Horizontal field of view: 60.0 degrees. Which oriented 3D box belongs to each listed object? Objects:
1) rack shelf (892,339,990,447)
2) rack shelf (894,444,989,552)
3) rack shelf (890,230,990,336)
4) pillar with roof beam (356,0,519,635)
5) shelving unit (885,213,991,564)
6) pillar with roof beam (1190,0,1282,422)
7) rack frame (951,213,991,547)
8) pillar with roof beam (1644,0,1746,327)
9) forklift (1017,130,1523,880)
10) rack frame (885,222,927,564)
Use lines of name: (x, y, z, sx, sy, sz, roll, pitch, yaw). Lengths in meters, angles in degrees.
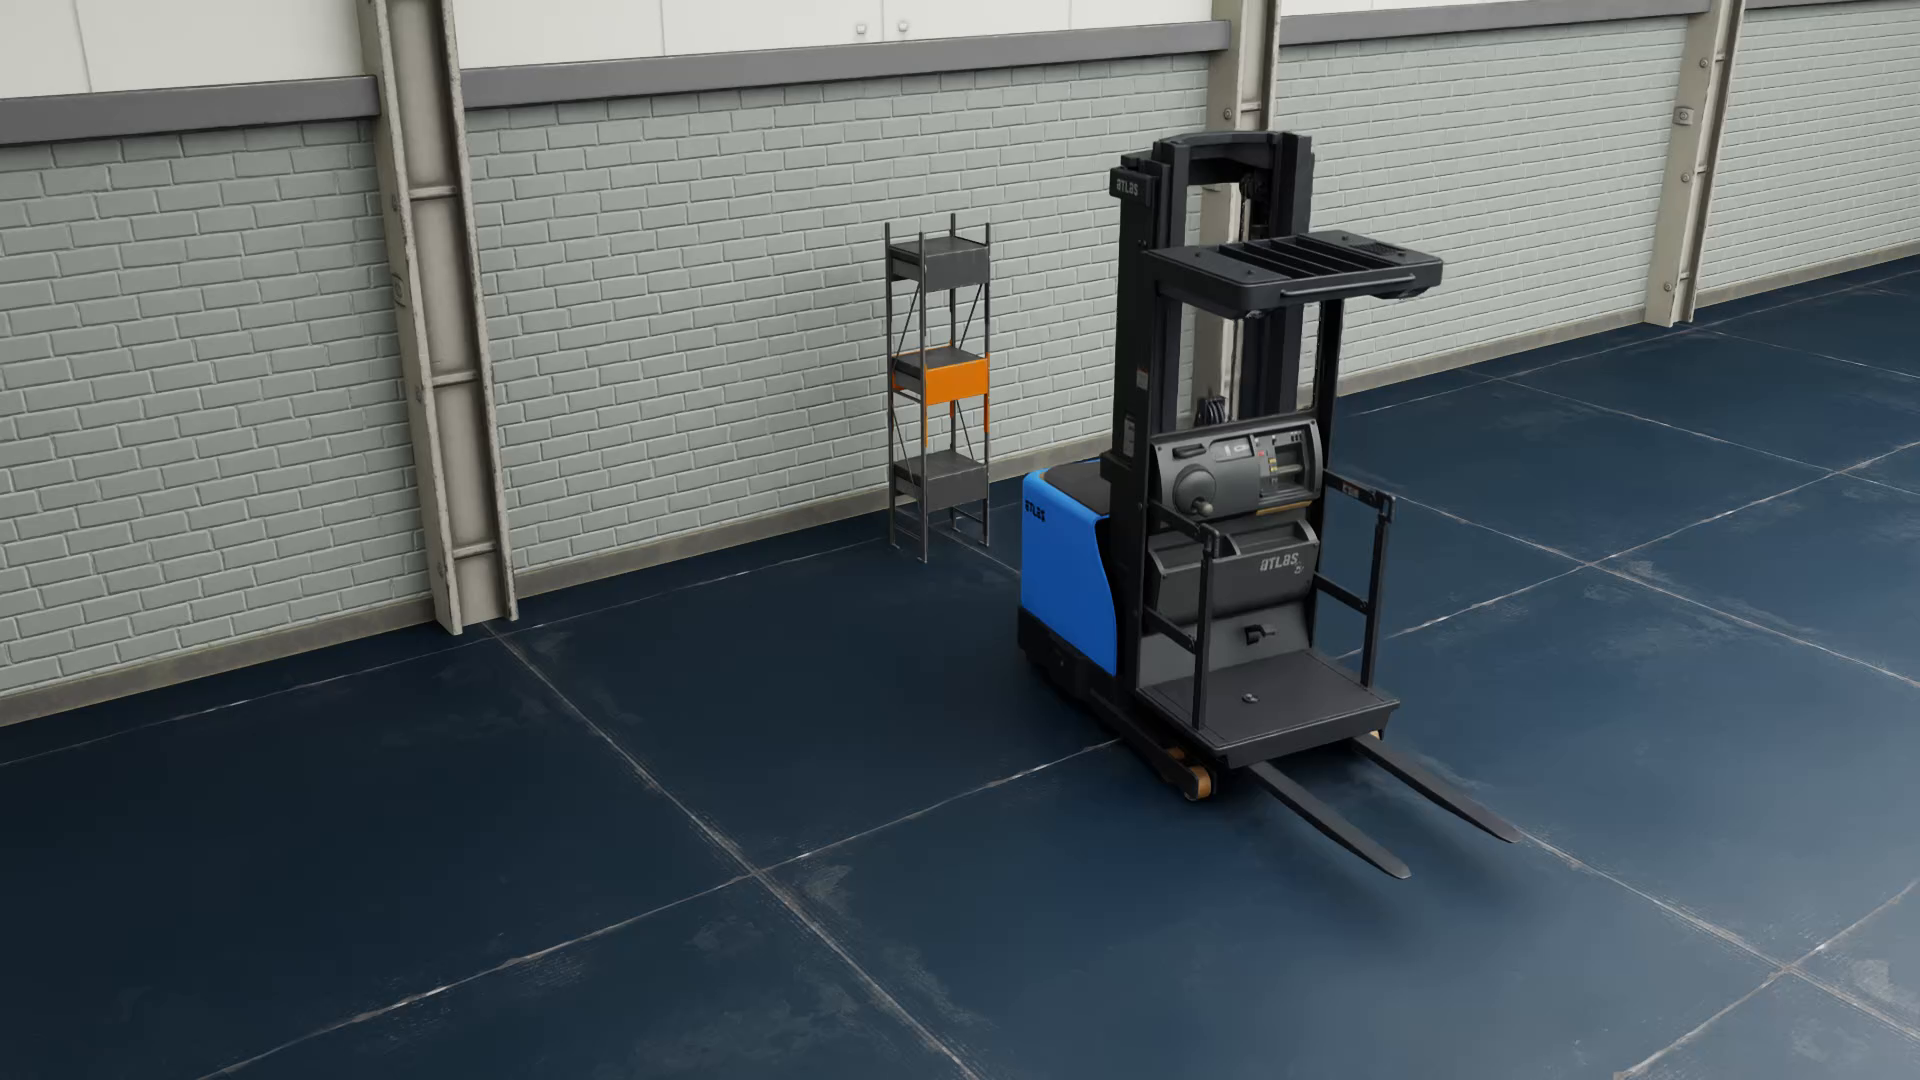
rack shelf: (-0.134, -0.927, 10.422, 0.480, 0.518, 0.431, -15, 26, -33)
rack shelf: (-0.134, -0.277, 10.682, 0.480, 0.518, 0.431, -15, 26, -33)
rack shelf: (-0.134, -1.577, 10.163, 0.480, 0.518, 0.431, -15, 26, -33)
pillar with roof beam: (-0.318, -2.426, 4.835, 0.400, 9.000, 9.100, -15, 26, -33)
shelving unit: (-0.134, -0.939, 10.417, 0.503, 2.100, 0.431, -15, 26, -33)
pillar with roof beam: (4.552, -3.725, 8.090, 0.400, 9.000, 9.100, -15, 26, -33)
rack frame: (0.064, -0.992, 10.550, 0.015, 2.100, 0.400, -15, 26, -33)
pillar with roof beam: (9.423, -5.024, 11.345, 0.400, 9.000, 9.100, -15, 26, -33)
forklift: (1.429, -0.322, 7.749, 1.130, 2.935, 3.031, -10, 24, -25)
rack frame: (-0.332, -0.887, 10.285, 0.015, 2.100, 0.400, -15, 26, -33)
